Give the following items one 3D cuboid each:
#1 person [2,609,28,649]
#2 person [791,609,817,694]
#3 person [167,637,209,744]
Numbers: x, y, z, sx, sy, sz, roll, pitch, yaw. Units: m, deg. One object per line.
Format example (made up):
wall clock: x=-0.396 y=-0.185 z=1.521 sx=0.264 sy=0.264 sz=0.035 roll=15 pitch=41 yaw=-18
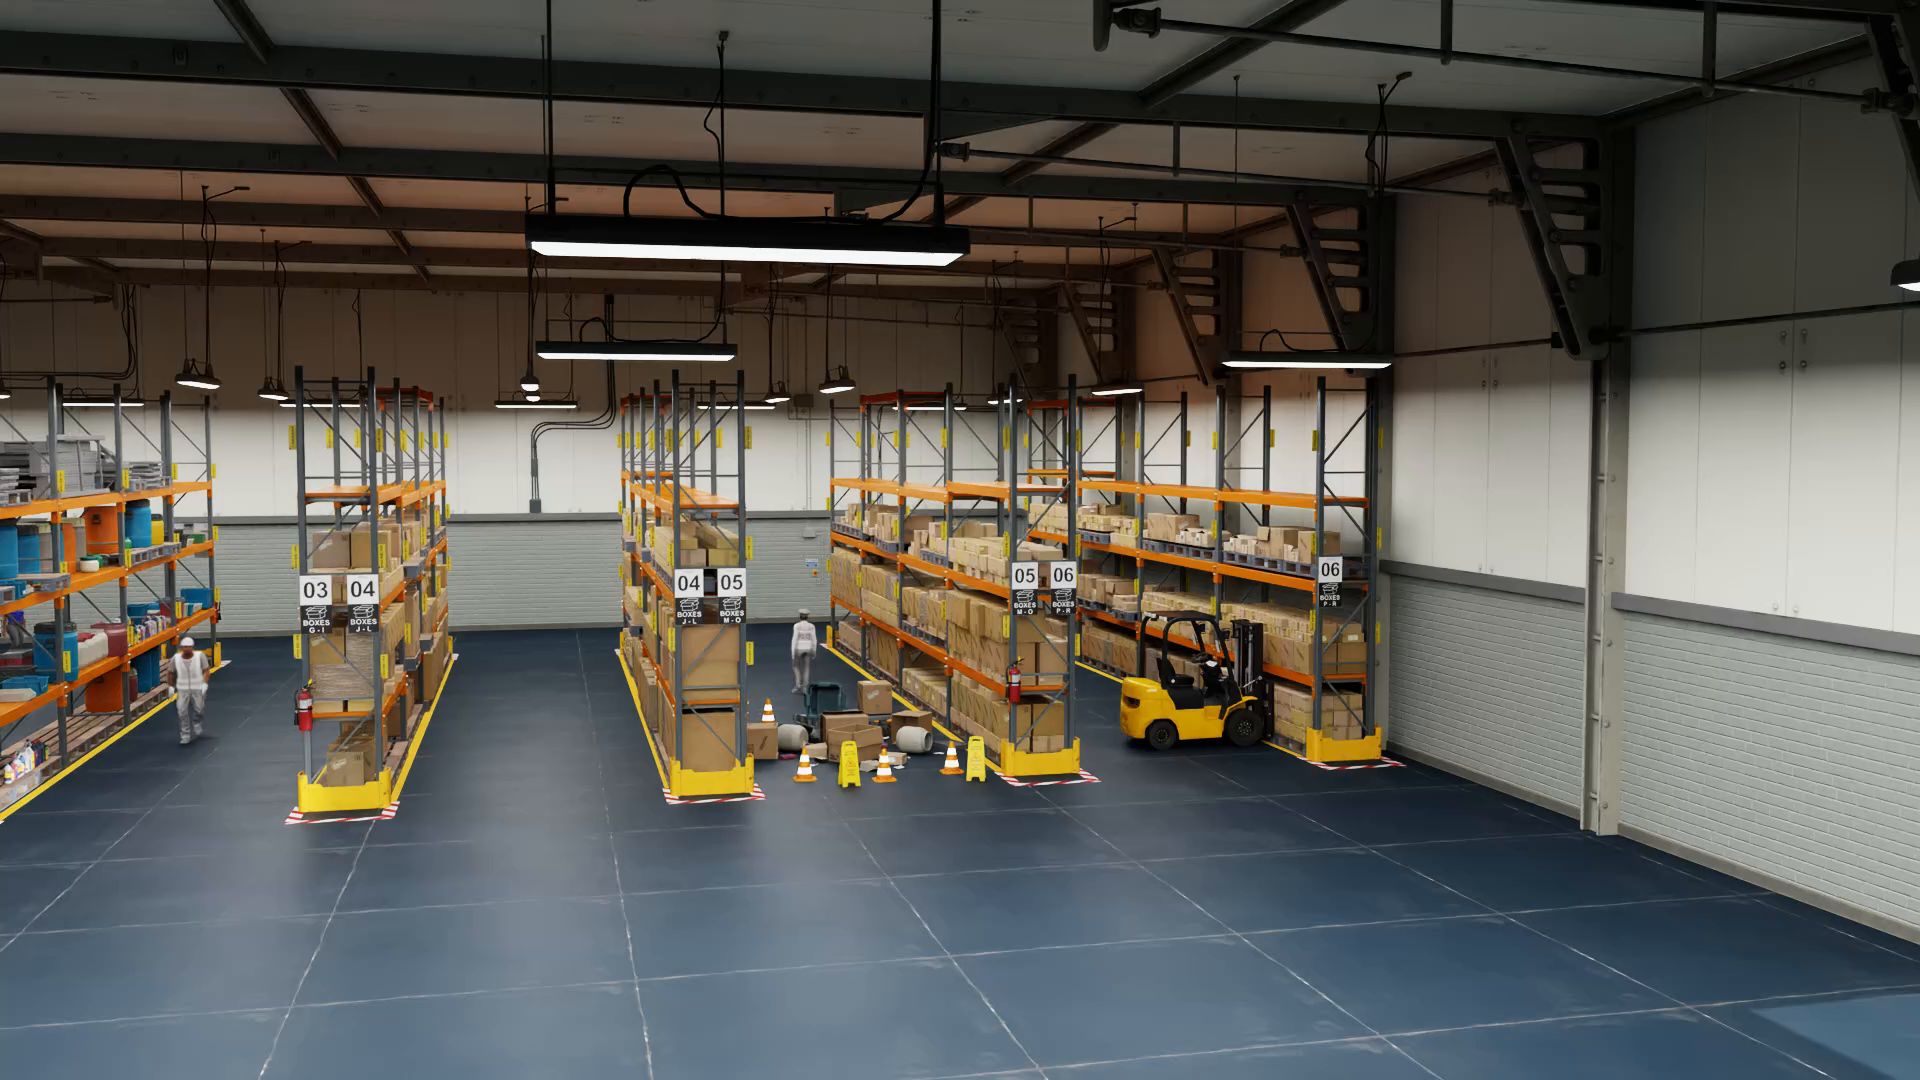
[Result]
person: x=-20.878 y=1.984 z=36.765 sx=0.446 sy=1.692 sz=0.521 roll=1 pitch=4 yaw=18
person: x=-3.086 y=2.197 z=32.851 sx=0.522 sy=1.677 sz=0.406 roll=-1 pitch=3 yaw=-13
person: x=-12.847 y=2.476 z=27.703 sx=0.640 sy=1.761 sz=0.701 roll=-1 pitch=4 yaw=-22
